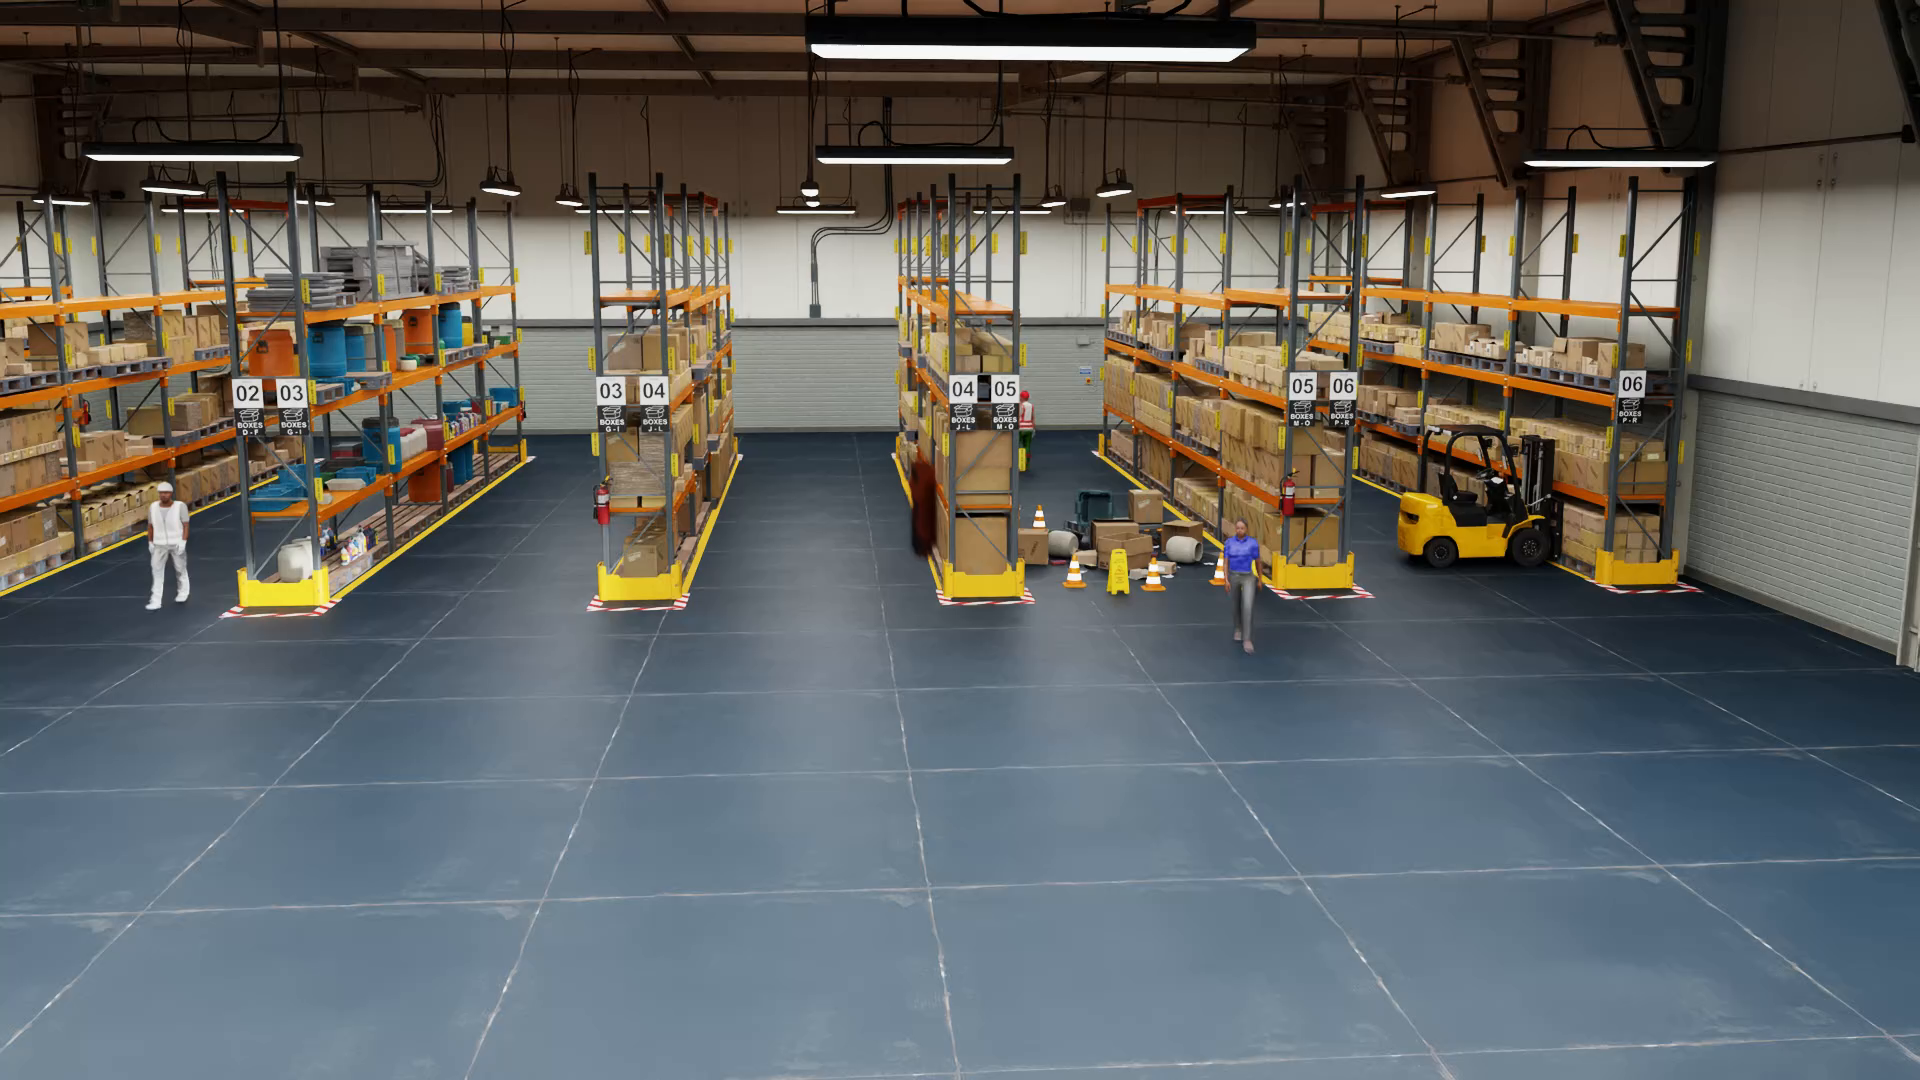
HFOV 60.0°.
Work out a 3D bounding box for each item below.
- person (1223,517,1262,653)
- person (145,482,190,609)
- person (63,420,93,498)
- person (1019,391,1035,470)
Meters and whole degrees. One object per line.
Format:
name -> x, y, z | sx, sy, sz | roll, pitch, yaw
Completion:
person -> 3.549, 0.524, 20.961 | 0.490, 1.626, 0.867 | 4, 11, 20
person -> -11.052, 0.063, 23.192 | 0.581, 1.738, 0.963 | -3, 10, -15
person -> -17.440, -1.558, 32.733 | 0.536, 1.598, 1.057 | -2, 10, -10
person -> 1.474, -2.470, 37.555 | 0.595, 1.791, 0.486 | -8, 13, -39
